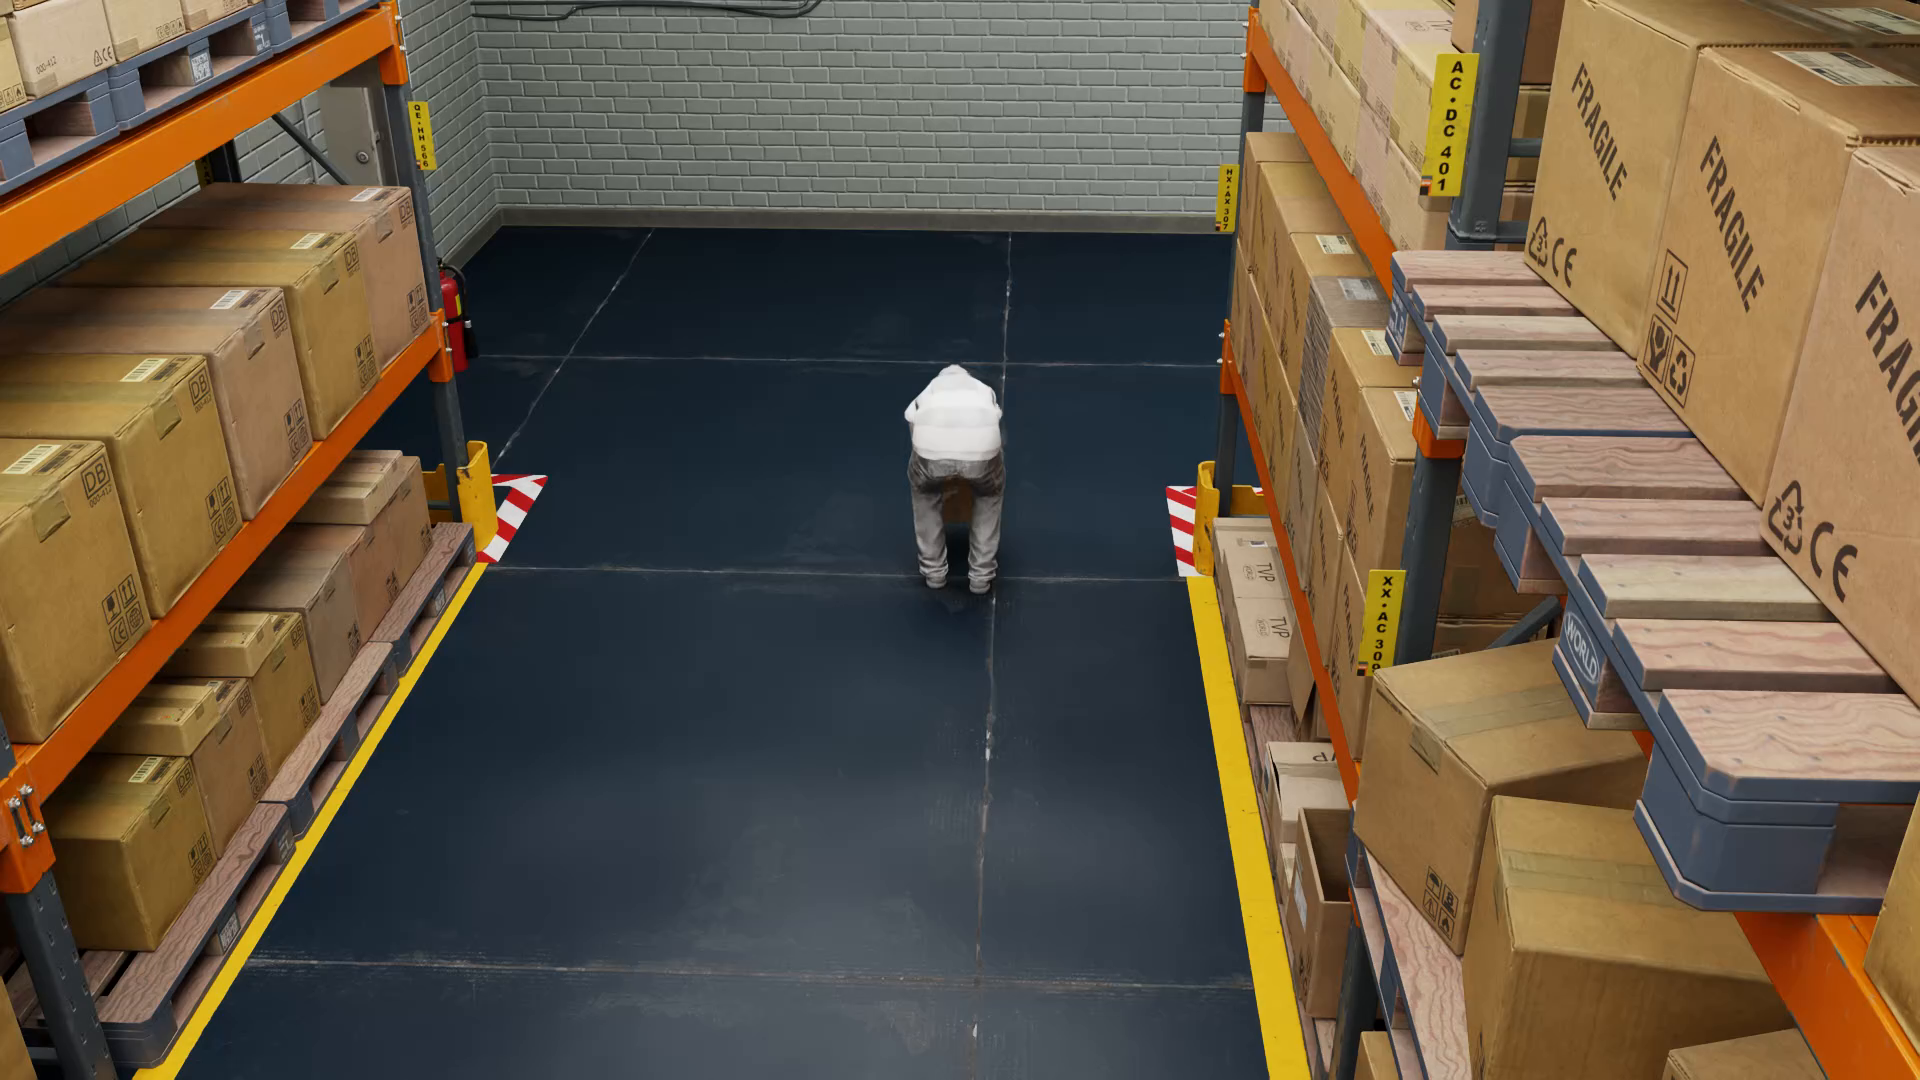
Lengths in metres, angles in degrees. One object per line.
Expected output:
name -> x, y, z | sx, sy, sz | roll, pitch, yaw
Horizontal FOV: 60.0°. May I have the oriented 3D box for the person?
person -> -0.026, -0.352, 8.537 | 0.513, 1.063, 0.990 | 0, 28, 0
